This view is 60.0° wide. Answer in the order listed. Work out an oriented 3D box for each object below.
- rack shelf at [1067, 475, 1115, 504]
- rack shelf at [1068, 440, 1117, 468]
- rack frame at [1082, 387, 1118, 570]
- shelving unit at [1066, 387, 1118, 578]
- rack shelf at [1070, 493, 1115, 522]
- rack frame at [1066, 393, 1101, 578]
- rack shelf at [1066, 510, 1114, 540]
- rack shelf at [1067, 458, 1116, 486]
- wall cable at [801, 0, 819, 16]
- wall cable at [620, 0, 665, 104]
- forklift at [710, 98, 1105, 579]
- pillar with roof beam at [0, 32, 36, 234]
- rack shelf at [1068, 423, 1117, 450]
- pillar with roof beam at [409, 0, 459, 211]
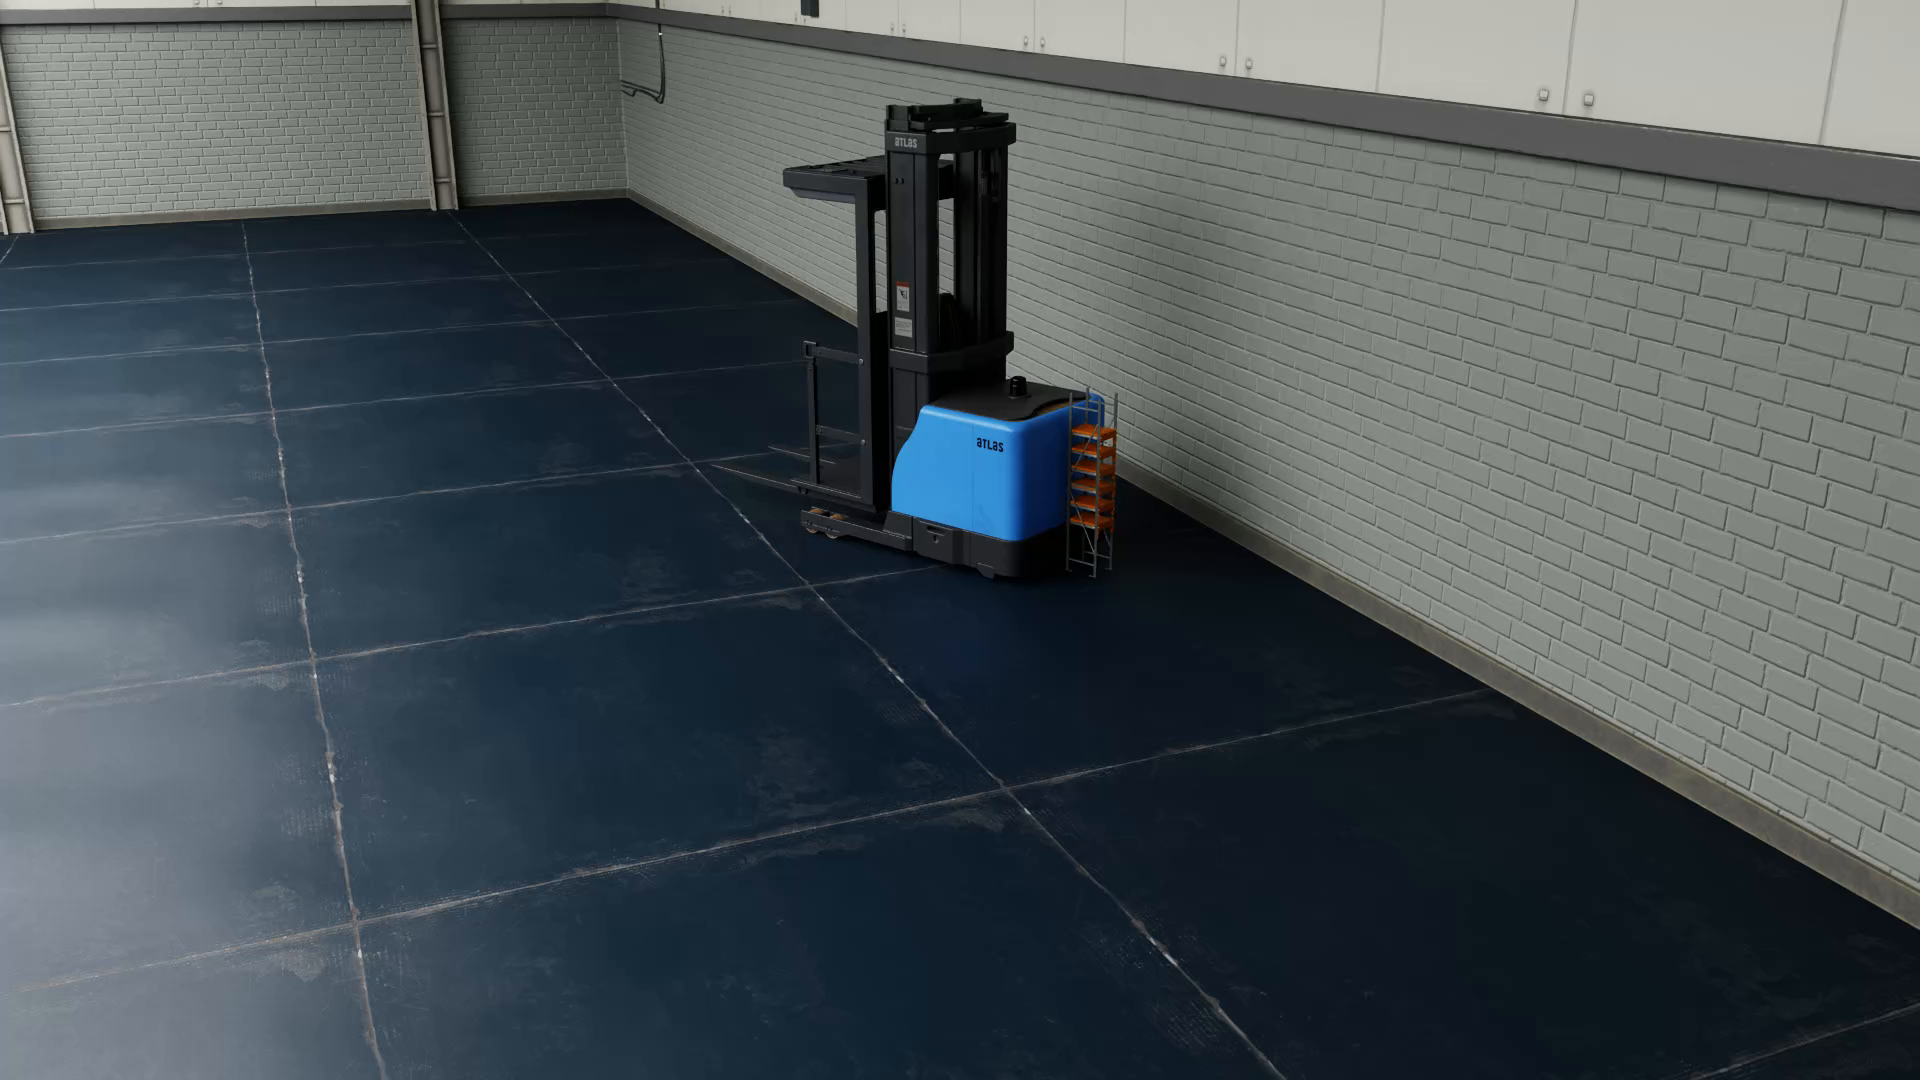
[{"bbox_3d":[0.849,-0.326,10.776,0.258,0.103,0.180,15,24,36],"label":"rack shelf"},{"bbox_3d":[0.849,-0.553,10.696,0.258,0.103,0.180,15,24,36],"label":"rack shelf"},{"bbox_3d":[0.907,-0.392,10.828,0.240,1.200,0.006,15,24,36],"label":"rack frame"},{"bbox_3d":[0.849,-0.368,10.761,0.258,1.200,0.189,15,24,36],"label":"shelving unit"},{"bbox_3d":[0.849,-0.213,10.816,0.258,0.103,0.180,15,24,36],"label":"rack shelf"},{"bbox_3d":[0.792,-0.344,10.694,0.240,1.200,0.006,15,24,36],"label":"rack frame"},{"bbox_3d":[0.849,-0.100,10.855,0.258,0.103,0.180,15,24,36],"label":"rack shelf"},{"bbox_3d":[0.849,-0.439,10.736,0.258,0.103,0.180,15,24,36],"label":"rack shelf"},{"bbox_3d":[-1.251,-8.227,16.217,0.169,6.003,2.305,-8,21,-22],"label":"wall cable"},{"bbox_3d":[-4.997,-8.055,25.526,0.112,2.526,3.097,-8,21,-22],"label":"wall cable"},{"bbox_3d":[-0.489,-1.513,11.407,3.031,2.935,1.130,15,24,36],"label":"forklift"},{"bbox_3d":[-12.029,-7.434,19.084,0.400,9.000,9.100,-8,21,-22],"label":"pillar with roof beam"},{"bbox_3d":[0.849,-0.666,10.656,0.258,0.103,0.180,15,24,36],"label":"rack shelf"},{"bbox_3d":[-6.520,-8.223,21.326,0.400,9.000,9.100,-8,21,-22],"label":"pillar with roof beam"}]
